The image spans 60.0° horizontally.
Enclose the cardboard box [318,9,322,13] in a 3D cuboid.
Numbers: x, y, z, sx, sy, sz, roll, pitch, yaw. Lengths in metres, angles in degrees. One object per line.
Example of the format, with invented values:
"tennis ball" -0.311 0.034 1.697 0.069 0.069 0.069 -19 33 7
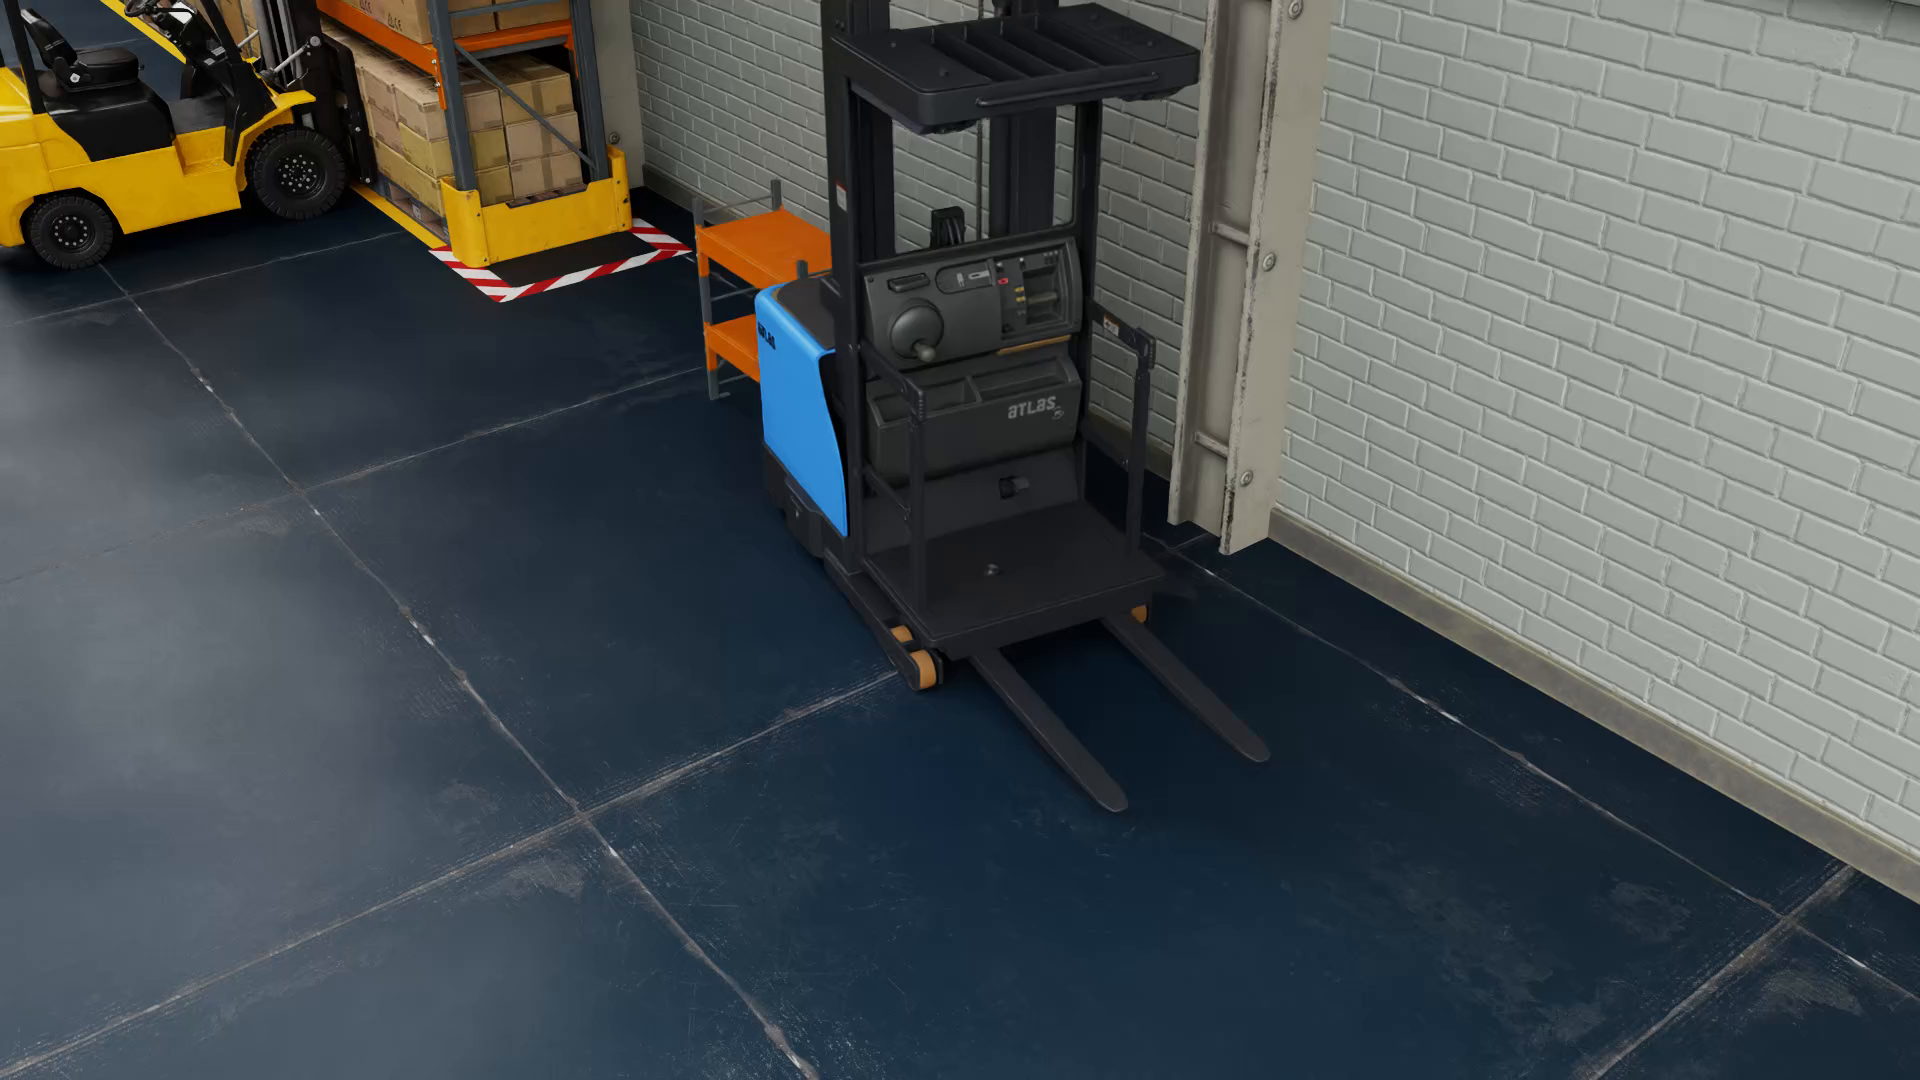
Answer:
"cardboard box" -4.840 -3.835 12.342 0.500 0.250 0.500 -22 38 -31

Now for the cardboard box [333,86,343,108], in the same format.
"cardboard box" -4.223 -3.207 11.805 0.500 0.250 0.500 -22 38 -32

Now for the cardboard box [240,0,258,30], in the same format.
"cardboard box" -5.146 -4.051 12.690 0.500 0.250 0.500 -23 39 -32

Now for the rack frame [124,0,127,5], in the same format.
"rack frame" -7.647 -6.586 15.512 1.000 3.000 0.127 -22 38 -31

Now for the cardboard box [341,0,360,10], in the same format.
"cardboard box" -3.876 -3.848 11.007 0.500 0.500 0.500 -23 39 -32

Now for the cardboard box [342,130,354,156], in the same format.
"cardboard box" -4.213 -2.987 11.925 0.500 0.250 0.500 -21 38 -30

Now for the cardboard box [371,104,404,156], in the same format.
"cardboard box" -3.586 -2.789 11.132 0.500 0.250 0.500 -23 38 -32

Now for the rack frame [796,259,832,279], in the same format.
"rack frame" -0.547 -0.882 8.103 0.500 1.125 0.032 -21 37 -30

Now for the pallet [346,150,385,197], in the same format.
"pallet" -3.988 -2.881 12.189 1.003 0.211 1.213 -22 38 -31

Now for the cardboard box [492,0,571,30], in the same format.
"cardboard box" -2.826 -3.591 10.594 0.500 0.500 0.500 -21 37 -30

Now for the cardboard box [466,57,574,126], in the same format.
"cardboard box" -2.887 -2.949 10.916 0.500 0.250 0.500 -23 39 -32

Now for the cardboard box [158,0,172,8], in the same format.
"cardboard box" -6.869 -5.222 15.167 0.875 0.625 0.625 -21 37 -30

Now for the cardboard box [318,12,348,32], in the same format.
"cardboard box" -4.526 -3.631 12.014 0.500 0.250 0.500 -21 37 -30

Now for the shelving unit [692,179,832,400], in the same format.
"shelving unit" -0.845 -1.099 8.453 0.538 1.125 1.048 -21 37 -30

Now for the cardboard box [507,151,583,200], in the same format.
"cardboard box" -2.888 -2.531 11.190 0.500 0.250 0.500 -22 38 -31

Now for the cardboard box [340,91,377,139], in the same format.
"cardboard box" -3.919 -2.998 11.468 0.500 0.250 0.500 -23 39 -32

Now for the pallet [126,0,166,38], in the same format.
"pallet" -7.173 -5.046 15.675 1.003 0.211 1.213 -22 38 -31

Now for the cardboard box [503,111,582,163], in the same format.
"cardboard box" -2.866 -2.738 11.050 0.500 0.250 0.500 -21 38 -31

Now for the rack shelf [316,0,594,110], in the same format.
"rack shelf" -3.968 -3.780 11.675 1.077 0.370 4.000 -22 38 -31

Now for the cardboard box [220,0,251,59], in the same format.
"cardboard box" -5.523 -4.303 13.688 0.875 0.625 0.625 -20 37 -29

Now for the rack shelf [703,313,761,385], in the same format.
"rack shelf" -0.845 -0.891 8.582 0.538 0.278 1.000 -21 37 -30

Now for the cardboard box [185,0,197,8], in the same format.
"cardboard box" -6.456 -4.941 14.716 0.875 0.625 0.625 -24 39 -33

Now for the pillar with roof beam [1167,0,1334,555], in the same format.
"pillar with roof beam" -2.178 -2.489 3.229 9.100 9.000 0.400 -22 38 -31

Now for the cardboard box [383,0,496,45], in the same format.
"cardboard box" -3.251 -3.415 10.311 0.500 0.500 0.500 -23 39 -32

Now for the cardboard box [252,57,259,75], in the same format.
"cardboard box" -5.159 -3.621 12.945 0.500 0.250 0.500 -22 38 -31

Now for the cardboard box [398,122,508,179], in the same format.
"cardboard box" -3.287 -2.577 10.790 0.500 0.250 0.500 -23 38 -32

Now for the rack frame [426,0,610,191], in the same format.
"rack frame" -2.742 -3.252 10.144 1.000 3.000 0.127 -22 38 -31

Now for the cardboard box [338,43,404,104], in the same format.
"cardboard box" -3.905 -3.196 11.314 0.500 0.250 0.500 -22 38 -31

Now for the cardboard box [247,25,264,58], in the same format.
"cardboard box" -5.142 -3.841 12.825 0.500 0.250 0.500 -22 38 -32

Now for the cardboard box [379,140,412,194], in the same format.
"cardboard box" -3.577 -2.567 11.248 0.500 0.250 0.500 -22 38 -31

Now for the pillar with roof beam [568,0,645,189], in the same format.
"pillar with roof beam" -5.857 -4.990 7.255 9.100 9.000 0.400 -22 38 -31

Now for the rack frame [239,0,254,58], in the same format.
"rack frame" -5.194 -4.919 12.828 1.000 3.000 0.127 -22 38 -31

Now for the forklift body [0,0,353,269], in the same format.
"forklift body" -5.345 -3.092 10.690 2.313 2.155 1.214 -22 38 -31

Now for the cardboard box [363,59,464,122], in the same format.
"cardboard box" -3.588 -2.989 10.981 0.500 0.250 0.500 -22 38 -31

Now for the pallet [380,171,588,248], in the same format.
"pallet" -3.244 -2.373 11.371 1.003 0.211 1.213 -22 38 -31

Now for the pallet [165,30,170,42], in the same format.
"pallet" -6.429 -4.538 14.857 1.003 0.211 1.213 -22 38 -31

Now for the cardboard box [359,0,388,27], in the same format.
"cardboard box" -3.562 -3.634 10.664 0.500 0.500 0.500 -21 38 -30

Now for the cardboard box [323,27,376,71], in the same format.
"cardboard box" -4.210 -3.410 11.658 0.500 0.250 0.500 -23 39 -32

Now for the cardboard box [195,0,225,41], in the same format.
"cardboard box" -5.993 -4.629 14.212 0.875 0.625 0.625 -23 38 -32

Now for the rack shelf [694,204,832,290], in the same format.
"rack shelf" -0.845 -1.348 8.299 0.538 0.278 1.000 -21 37 -30

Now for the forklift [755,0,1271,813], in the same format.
"forklift" 0.160 -0.900 6.421 1.130 2.935 3.031 -15 35 -22

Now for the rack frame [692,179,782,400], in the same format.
"rack frame" -1.143 -1.316 8.803 0.500 1.125 0.032 -21 37 -30

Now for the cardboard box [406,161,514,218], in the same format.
"cardboard box" -3.279 -2.356 10.909 0.500 0.250 0.500 -22 38 -31

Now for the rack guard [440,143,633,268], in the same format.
"rack guard" -2.727 -2.180 10.787 1.175 0.500 0.348 -22 38 -31

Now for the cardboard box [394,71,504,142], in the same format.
"cardboard box" -3.270 -2.778 10.641 0.500 0.250 0.500 -21 37 -30

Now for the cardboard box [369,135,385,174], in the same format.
"cardboard box" -3.876 -2.778 11.588 0.500 0.250 0.500 -22 38 -31

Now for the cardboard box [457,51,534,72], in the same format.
"cardboard box" -3.196 -3.156 11.249 0.500 0.250 0.500 -22 38 -31
